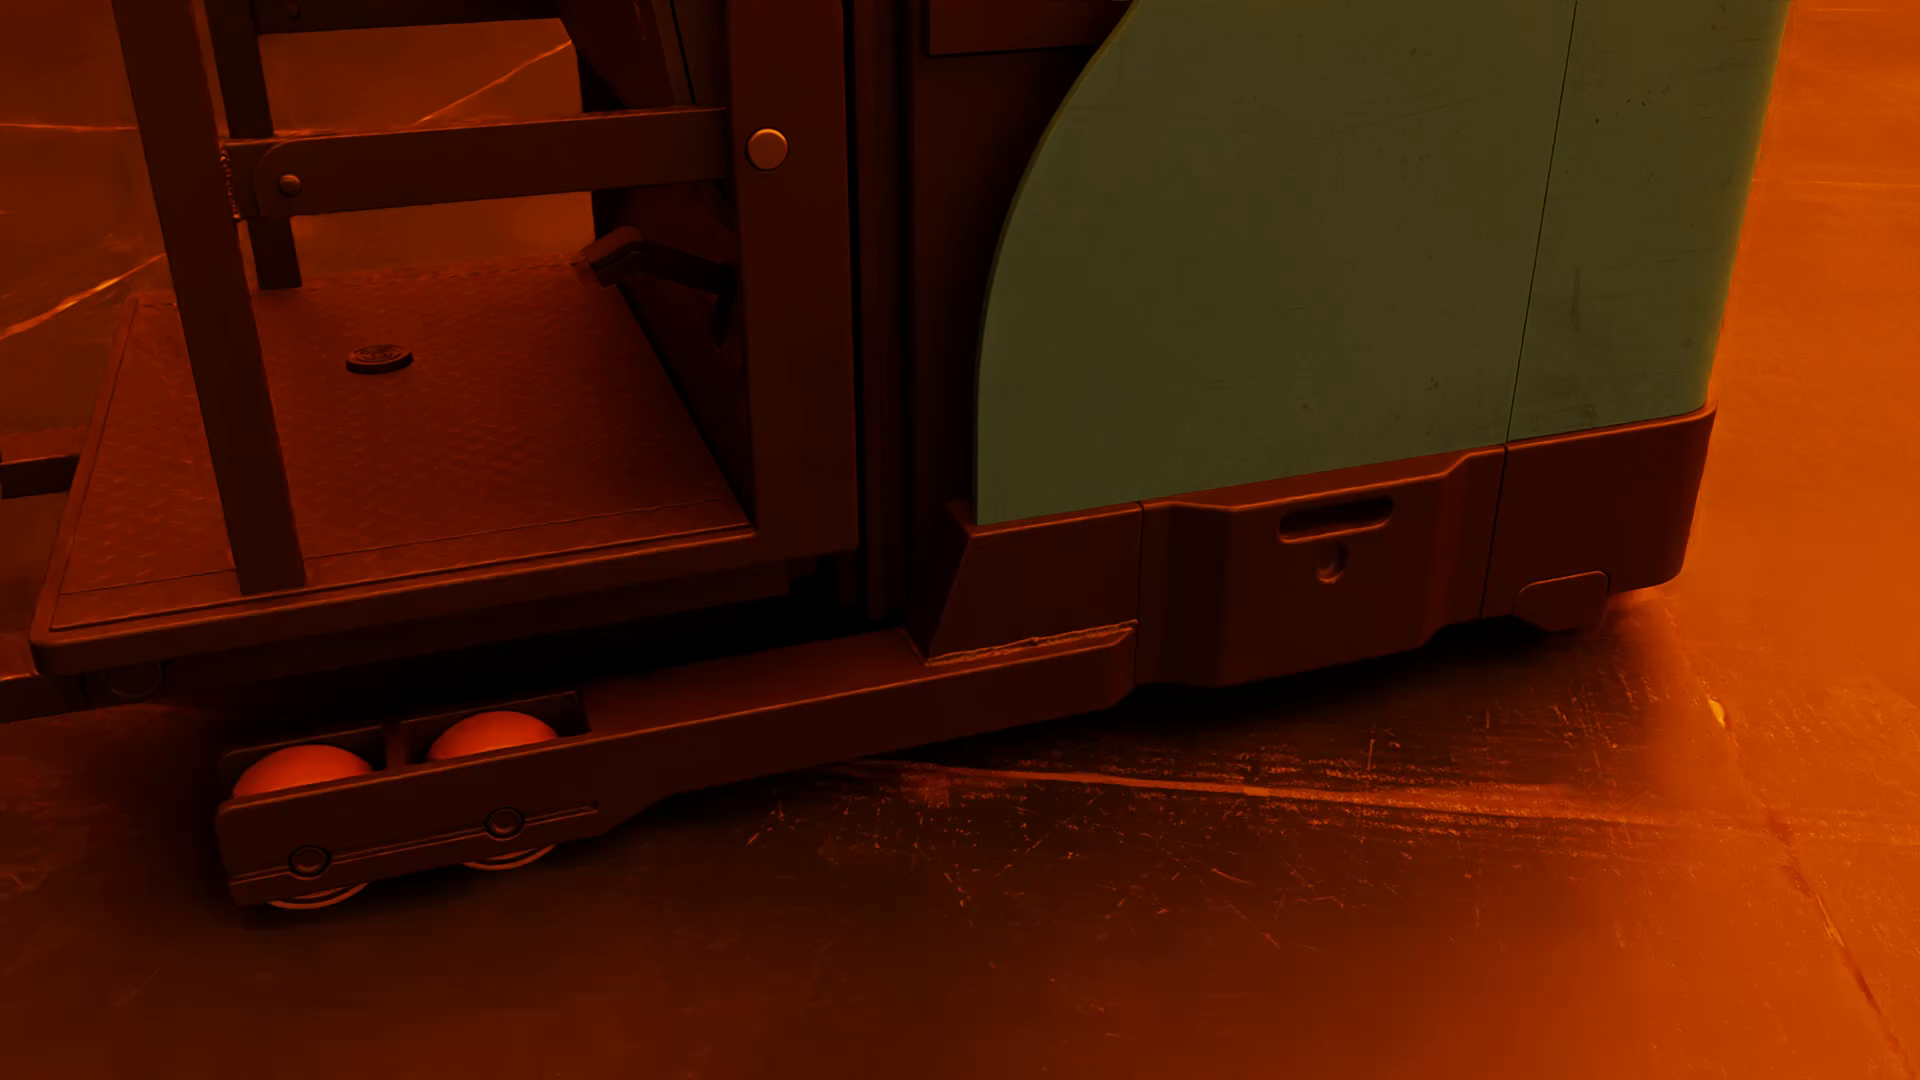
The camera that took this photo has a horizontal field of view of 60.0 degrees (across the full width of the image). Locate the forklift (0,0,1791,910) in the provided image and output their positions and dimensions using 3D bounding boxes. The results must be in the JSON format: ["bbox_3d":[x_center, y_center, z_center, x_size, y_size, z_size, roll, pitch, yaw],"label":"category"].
[{"bbox_3d":[-0.580,-1.194,1.610,3.031,2.935,1.130,-9,28,-18],"label":"forklift"}]
